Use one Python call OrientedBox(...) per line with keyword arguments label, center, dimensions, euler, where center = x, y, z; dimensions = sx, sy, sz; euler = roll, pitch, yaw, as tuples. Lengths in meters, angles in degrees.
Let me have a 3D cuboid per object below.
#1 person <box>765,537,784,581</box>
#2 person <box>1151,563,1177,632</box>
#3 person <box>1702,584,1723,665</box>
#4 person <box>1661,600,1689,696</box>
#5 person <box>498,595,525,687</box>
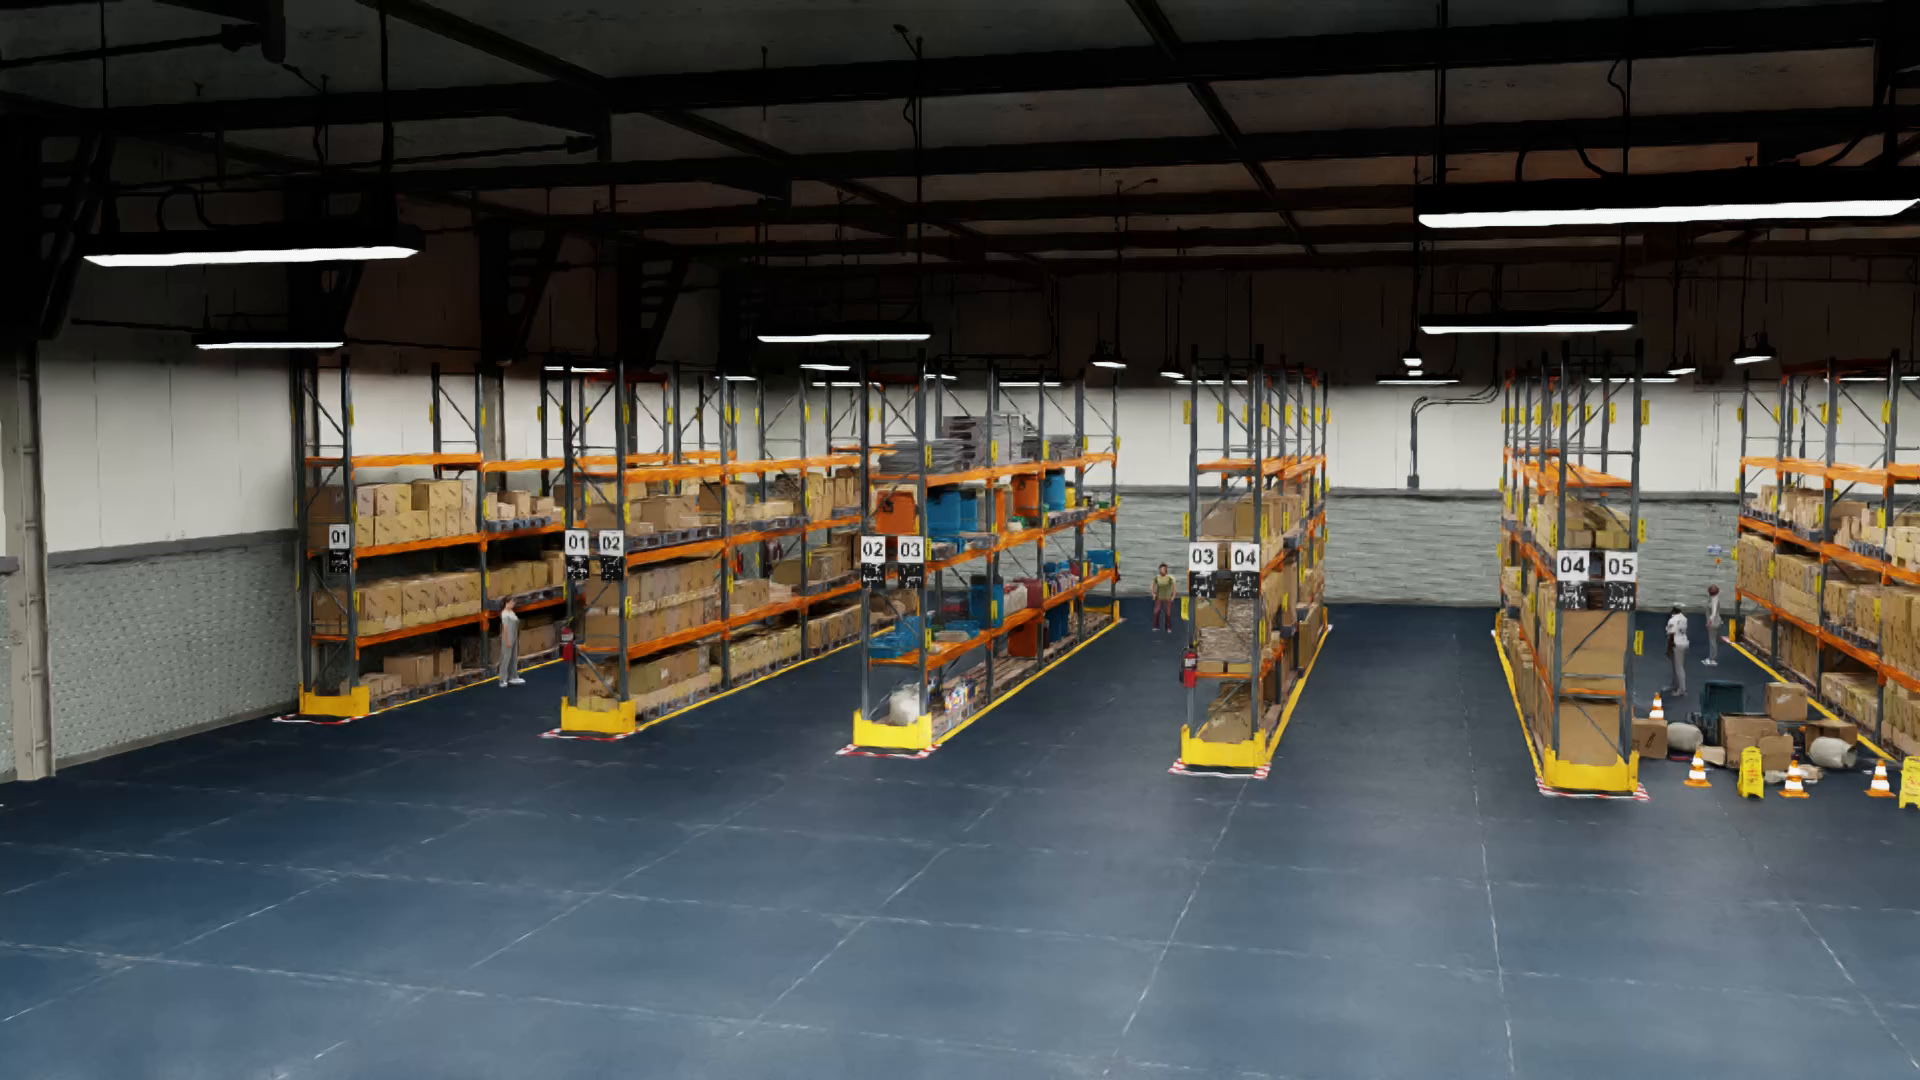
OrientedBox(label="person", center=(-5.290, 0.636, 46.662), dimensions=(0.719, 1.726, 0.815), euler=(0, 4, -7))
OrientedBox(label="person", center=(4.692, 1.328, 38.324), dimensions=(0.598, 1.619, 0.507), euler=(1, 4, 14))
OrientedBox(label="person", center=(15.123, 1.702, 33.406), dimensions=(0.361, 1.630, 0.454), euler=(3, 5, 32))
OrientedBox(label="person", center=(12.822, 1.923, 29.804), dimensions=(0.573, 1.665, 0.551), euler=(-4, 6, -44))
OrientedBox(label="person", center=(-8.313, 1.842, 30.731), dimensions=(0.385, 1.678, 0.592), euler=(0, 4, 6))
